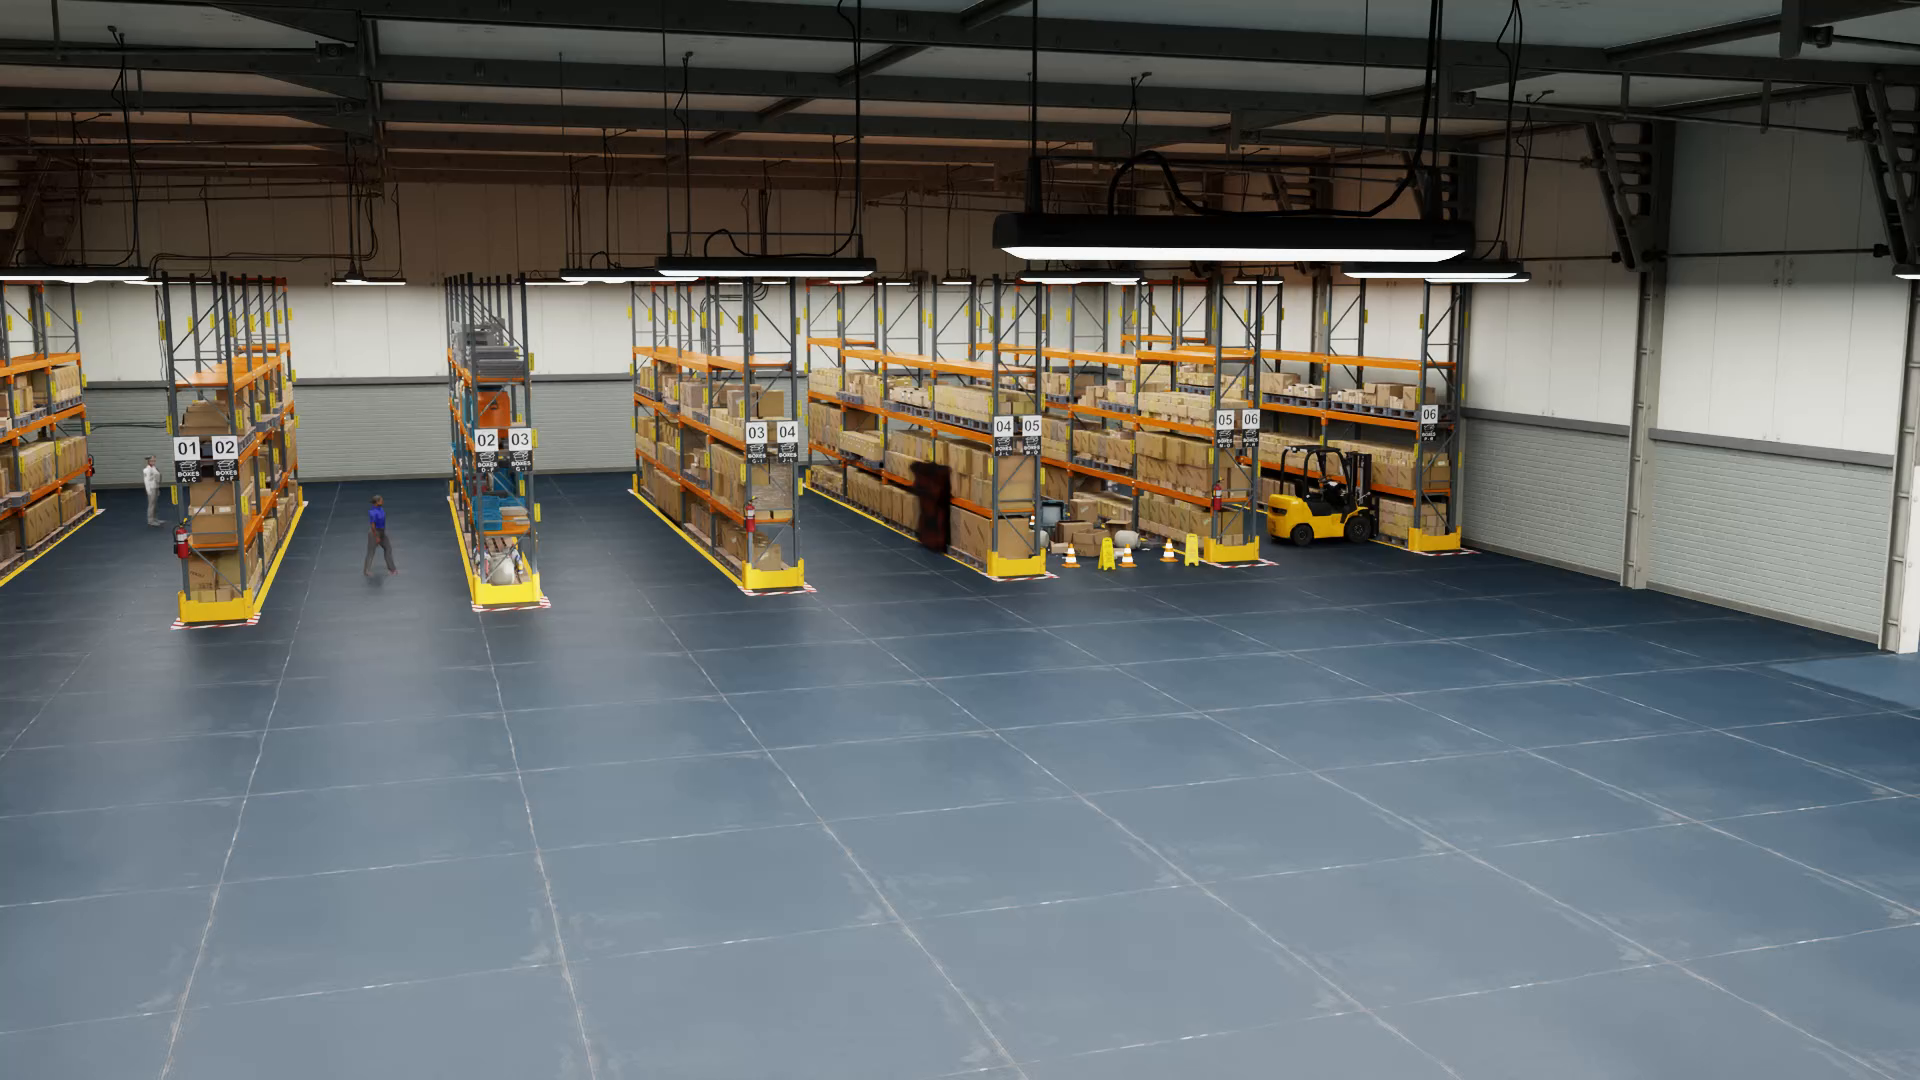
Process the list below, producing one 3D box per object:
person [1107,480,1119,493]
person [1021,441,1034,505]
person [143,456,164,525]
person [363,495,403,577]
[{"bbox_3d":[4.265,-2.132,46.219,0.515,1.731,0.993,1,9,8],"label":"person"},{"bbox_3d":[1.671,-1.658,42.033,0.437,1.747,0.552,-4,9,-23],"label":"person"},{"bbox_3d":[-19.699,-1.215,40.631,0.357,1.705,0.534,-2,9,-11],"label":"person"},{"bbox_3d":[-11.609,-0.092,33.287,0.560,1.674,0.670,3,9,17],"label":"person"}]
